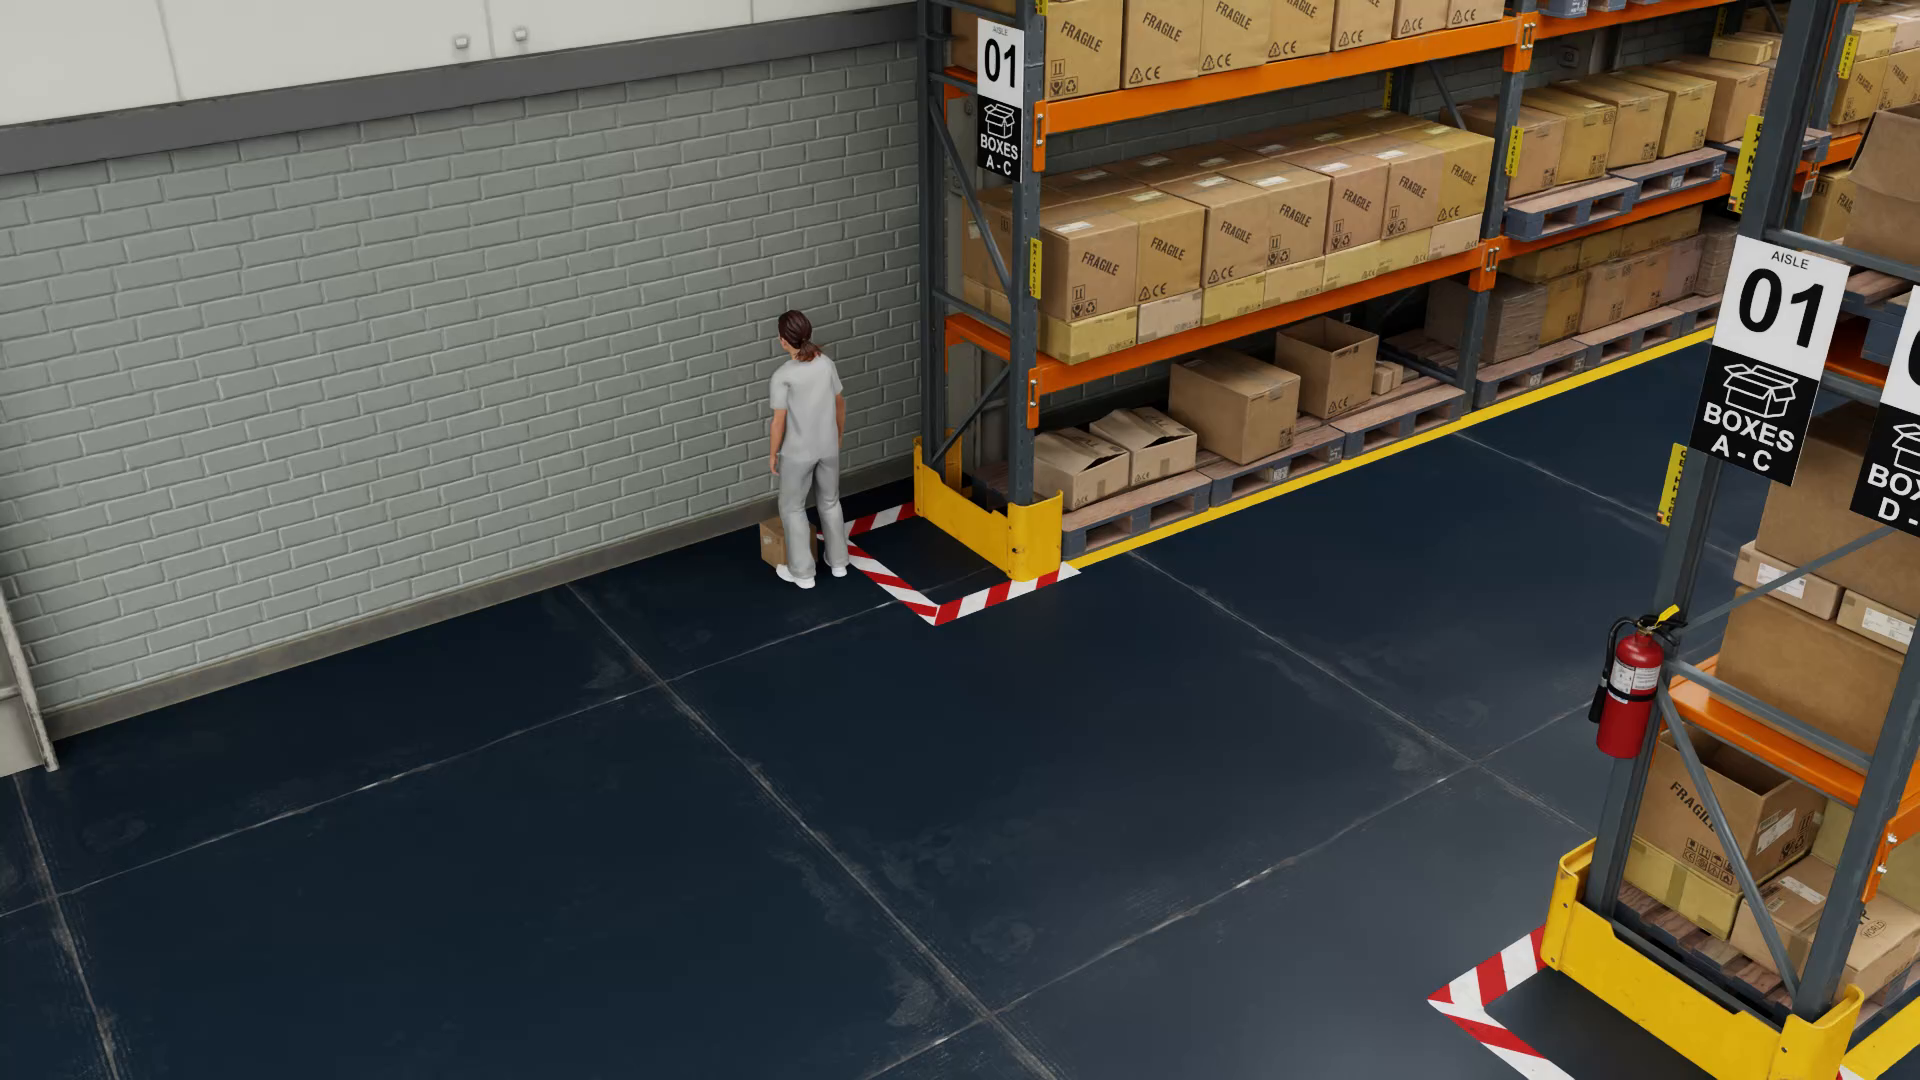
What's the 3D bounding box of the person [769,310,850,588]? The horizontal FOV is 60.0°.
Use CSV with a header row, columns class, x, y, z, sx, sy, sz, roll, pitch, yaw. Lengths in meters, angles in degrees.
class,x,y,z,sx,sy,sz,roll,pitch,yaw
person,-0.881,-0.516,9.569,0.485,1.672,0.360,-19,34,-30
